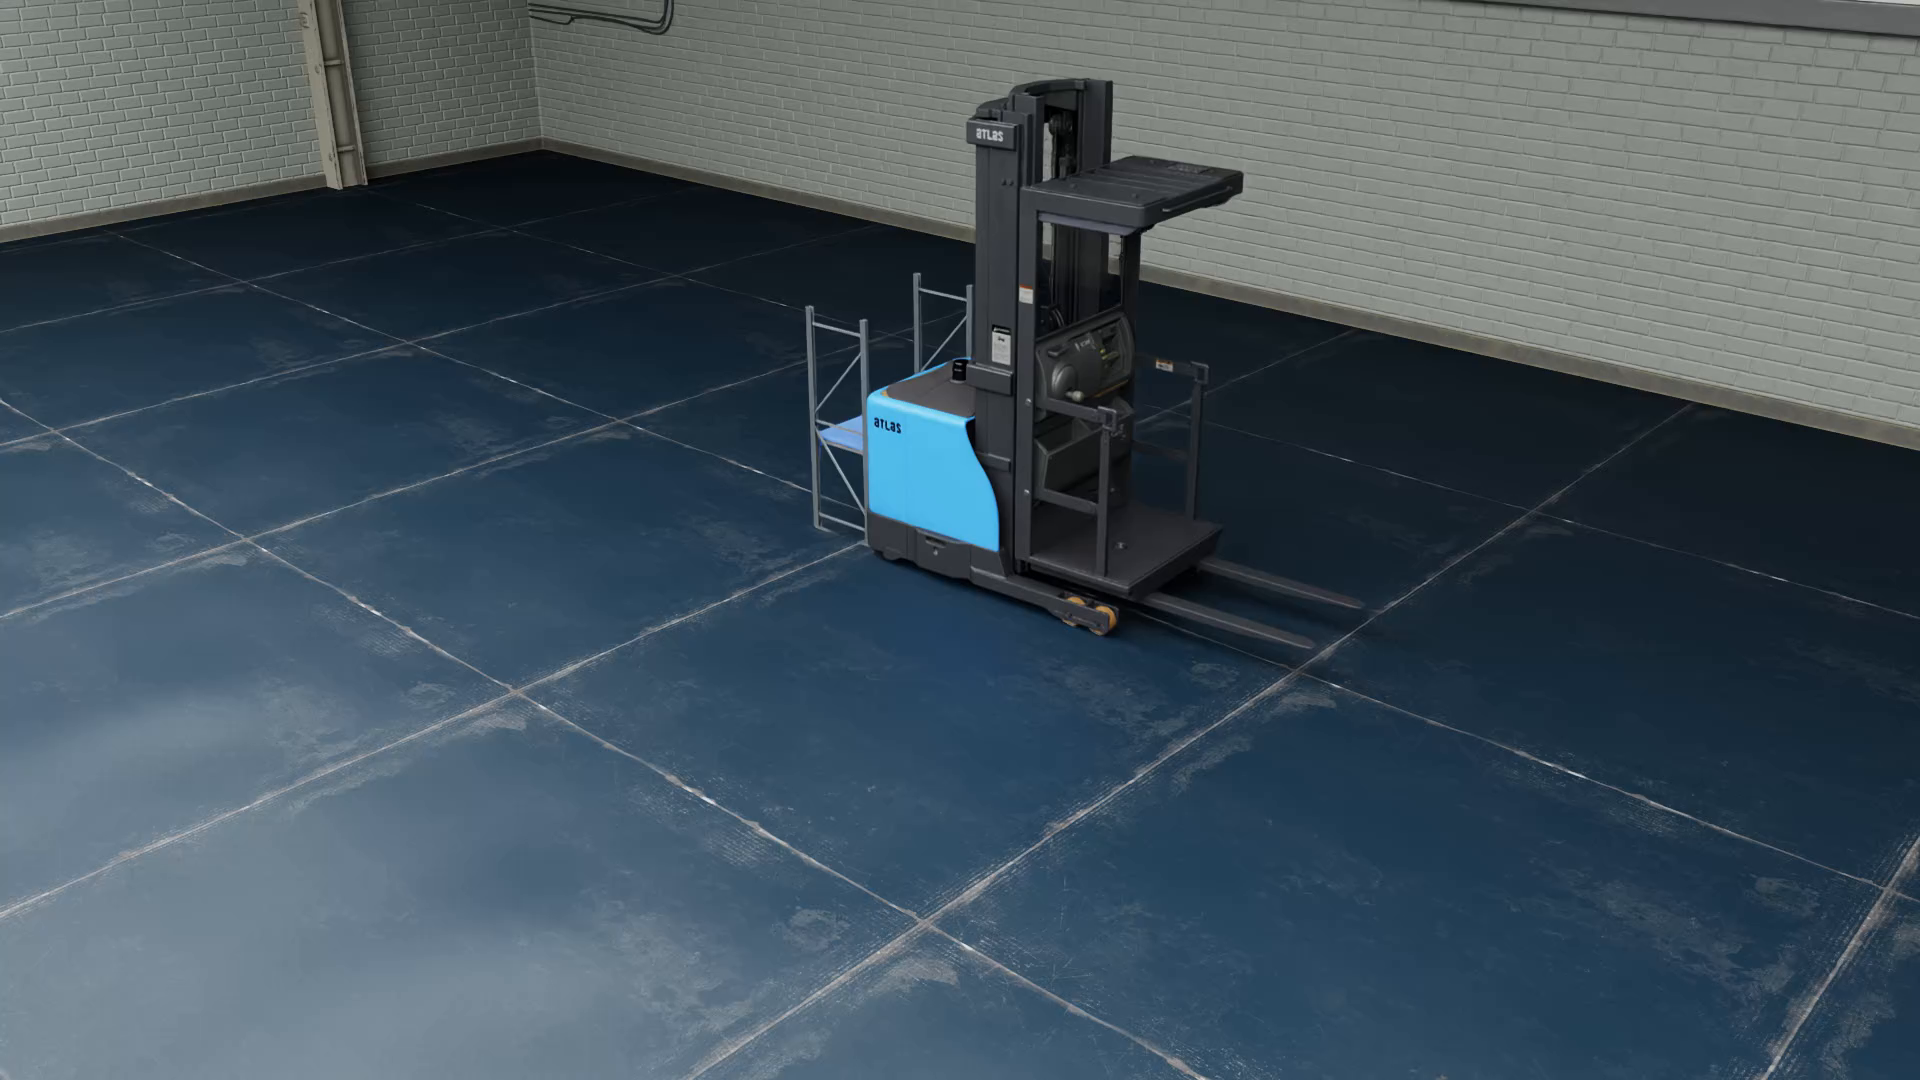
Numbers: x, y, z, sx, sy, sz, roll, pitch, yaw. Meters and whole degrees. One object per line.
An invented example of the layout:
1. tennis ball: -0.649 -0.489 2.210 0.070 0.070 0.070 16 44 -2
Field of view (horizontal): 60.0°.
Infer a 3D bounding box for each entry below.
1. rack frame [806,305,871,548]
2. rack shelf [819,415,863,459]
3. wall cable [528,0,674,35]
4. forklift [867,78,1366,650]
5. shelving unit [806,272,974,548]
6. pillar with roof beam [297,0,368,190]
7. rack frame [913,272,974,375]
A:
1. rack frame: -0.757 -0.705 10.489 0.500 1.500 0.032 19 30 36
2. rack shelf: -0.432 -0.701 10.920 0.538 0.185 1.000 19 30 36
3. wall cable: -4.607 -7.602 20.501 3.097 2.526 0.112 20 31 38
4. forklift: 0.893 -1.037 9.481 3.031 2.935 1.130 17 29 34
5. shelving unit: -0.432 -0.865 10.847 0.538 1.500 1.048 19 30 36
6. pillar with roof beam: -4.352 -7.307 16.048 9.100 9.000 0.400 20 31 38
7. rack frame: -0.108 -1.025 11.204 0.500 1.500 0.032 19 30 36
